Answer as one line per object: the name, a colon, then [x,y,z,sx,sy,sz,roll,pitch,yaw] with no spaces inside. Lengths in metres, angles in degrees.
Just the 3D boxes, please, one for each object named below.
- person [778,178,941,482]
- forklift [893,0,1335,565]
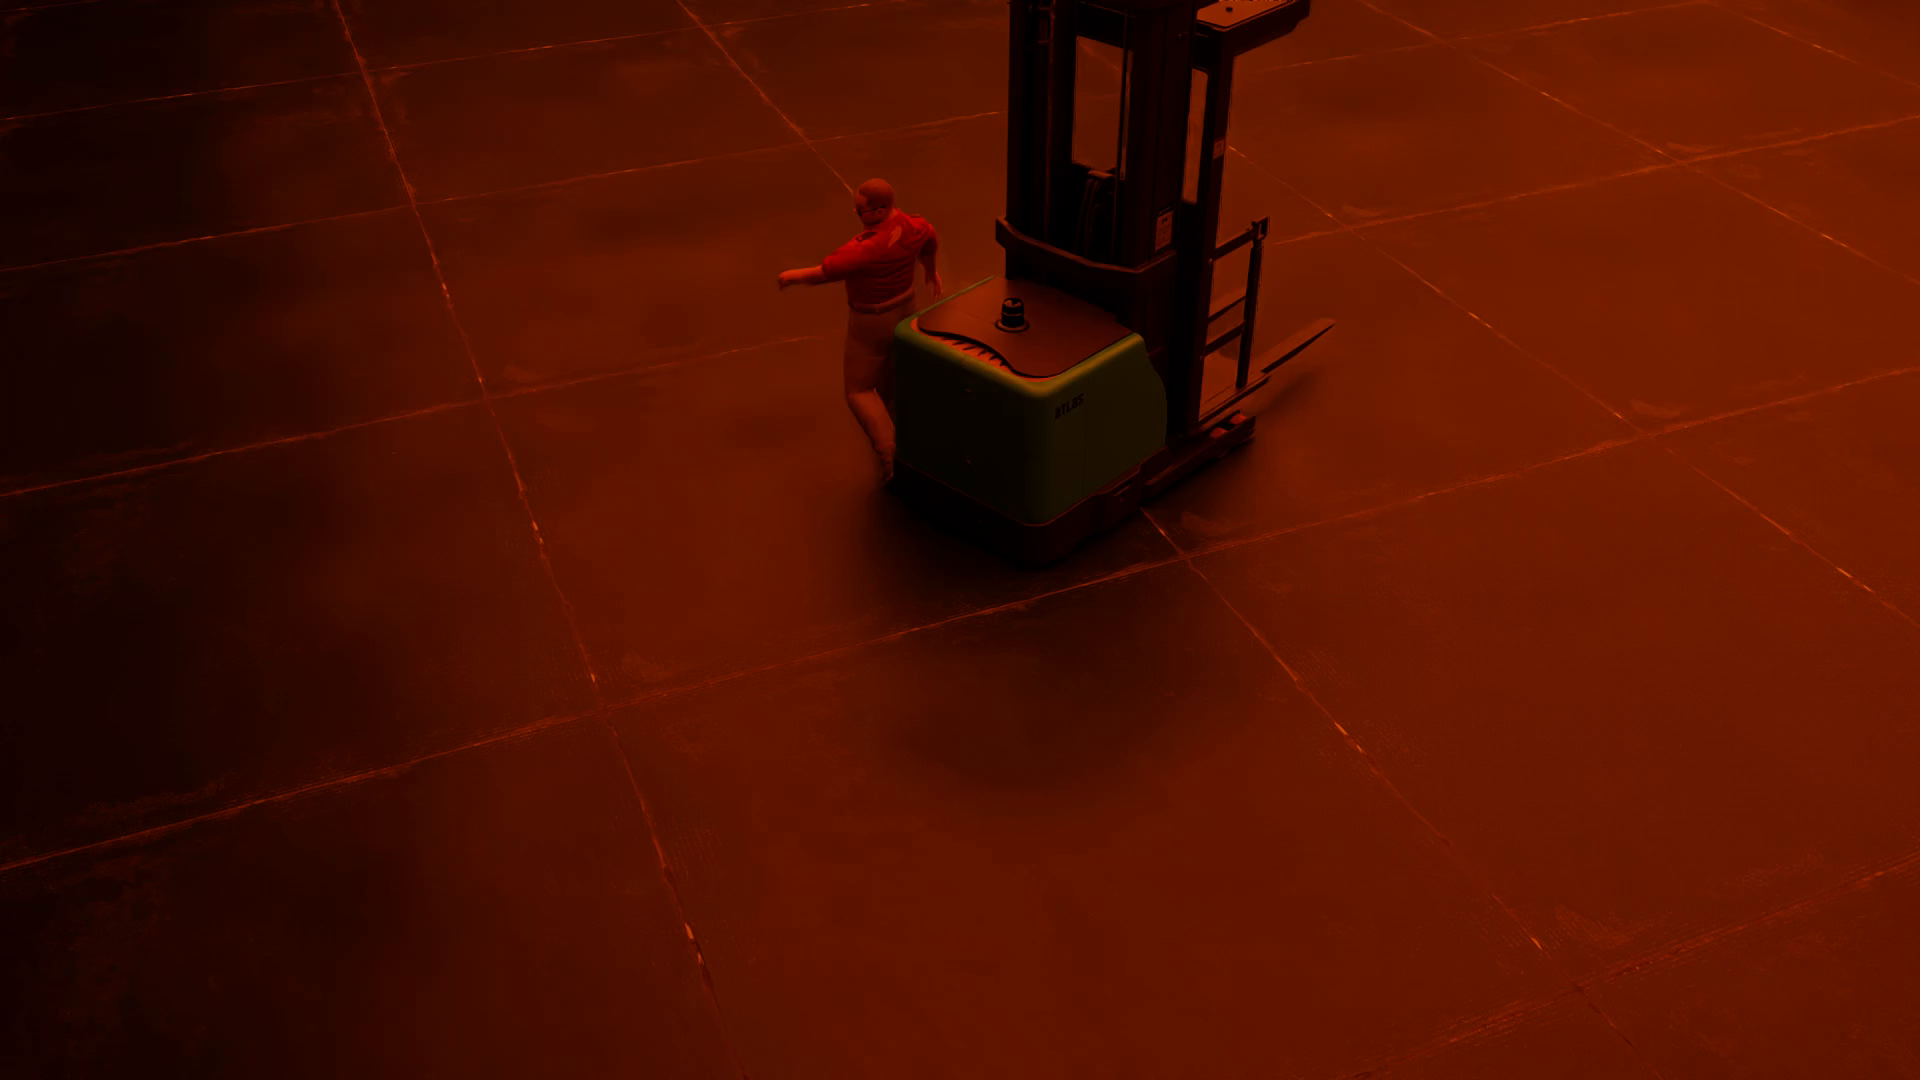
person: [-0.421,-1.216,9.010,0.865,1.748,0.866,27,44,33]
forklift: [1.015,-1.834,8.678,1.130,2.935,3.031,28,44,33]
